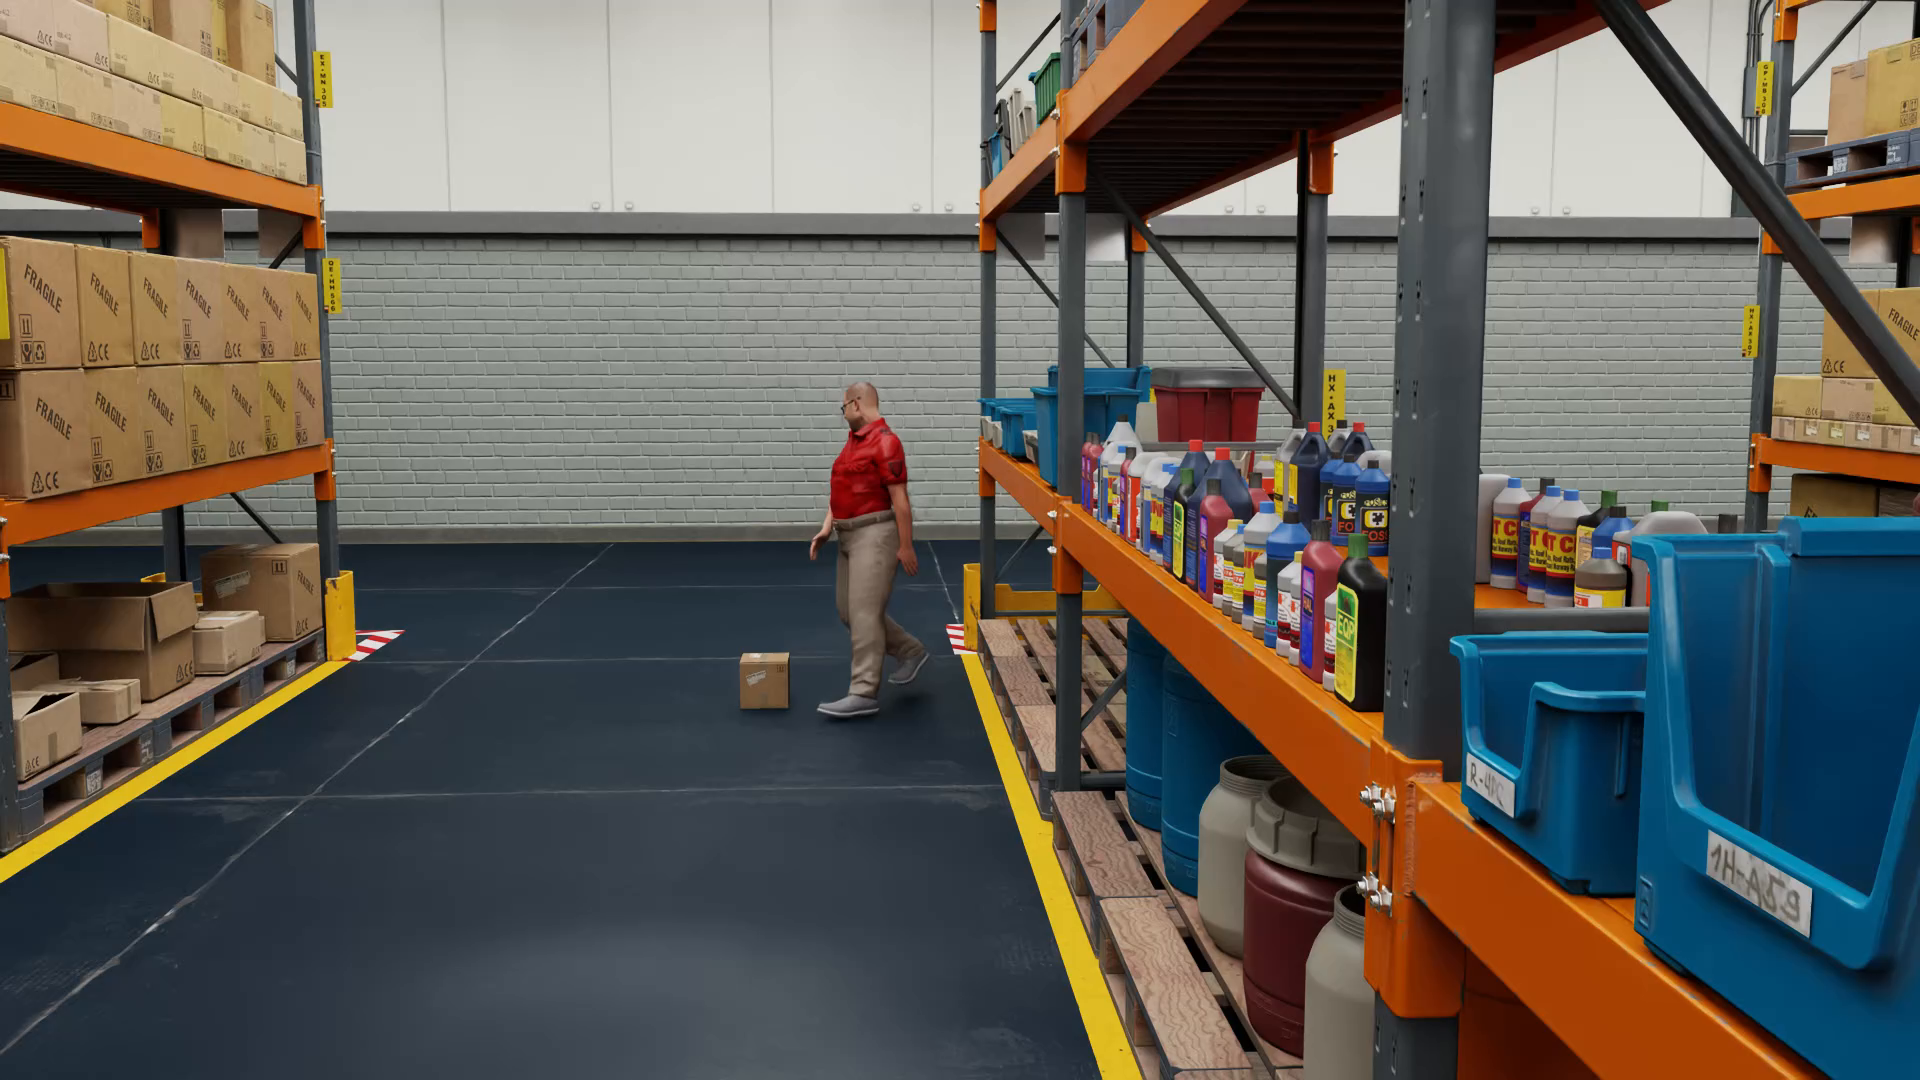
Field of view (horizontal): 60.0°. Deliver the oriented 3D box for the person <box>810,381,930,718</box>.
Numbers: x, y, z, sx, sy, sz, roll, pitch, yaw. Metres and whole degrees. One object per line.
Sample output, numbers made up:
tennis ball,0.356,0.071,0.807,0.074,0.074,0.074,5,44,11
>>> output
person,-0.455,0.019,8.686,0.787,1.687,0.591,-3,7,-24
